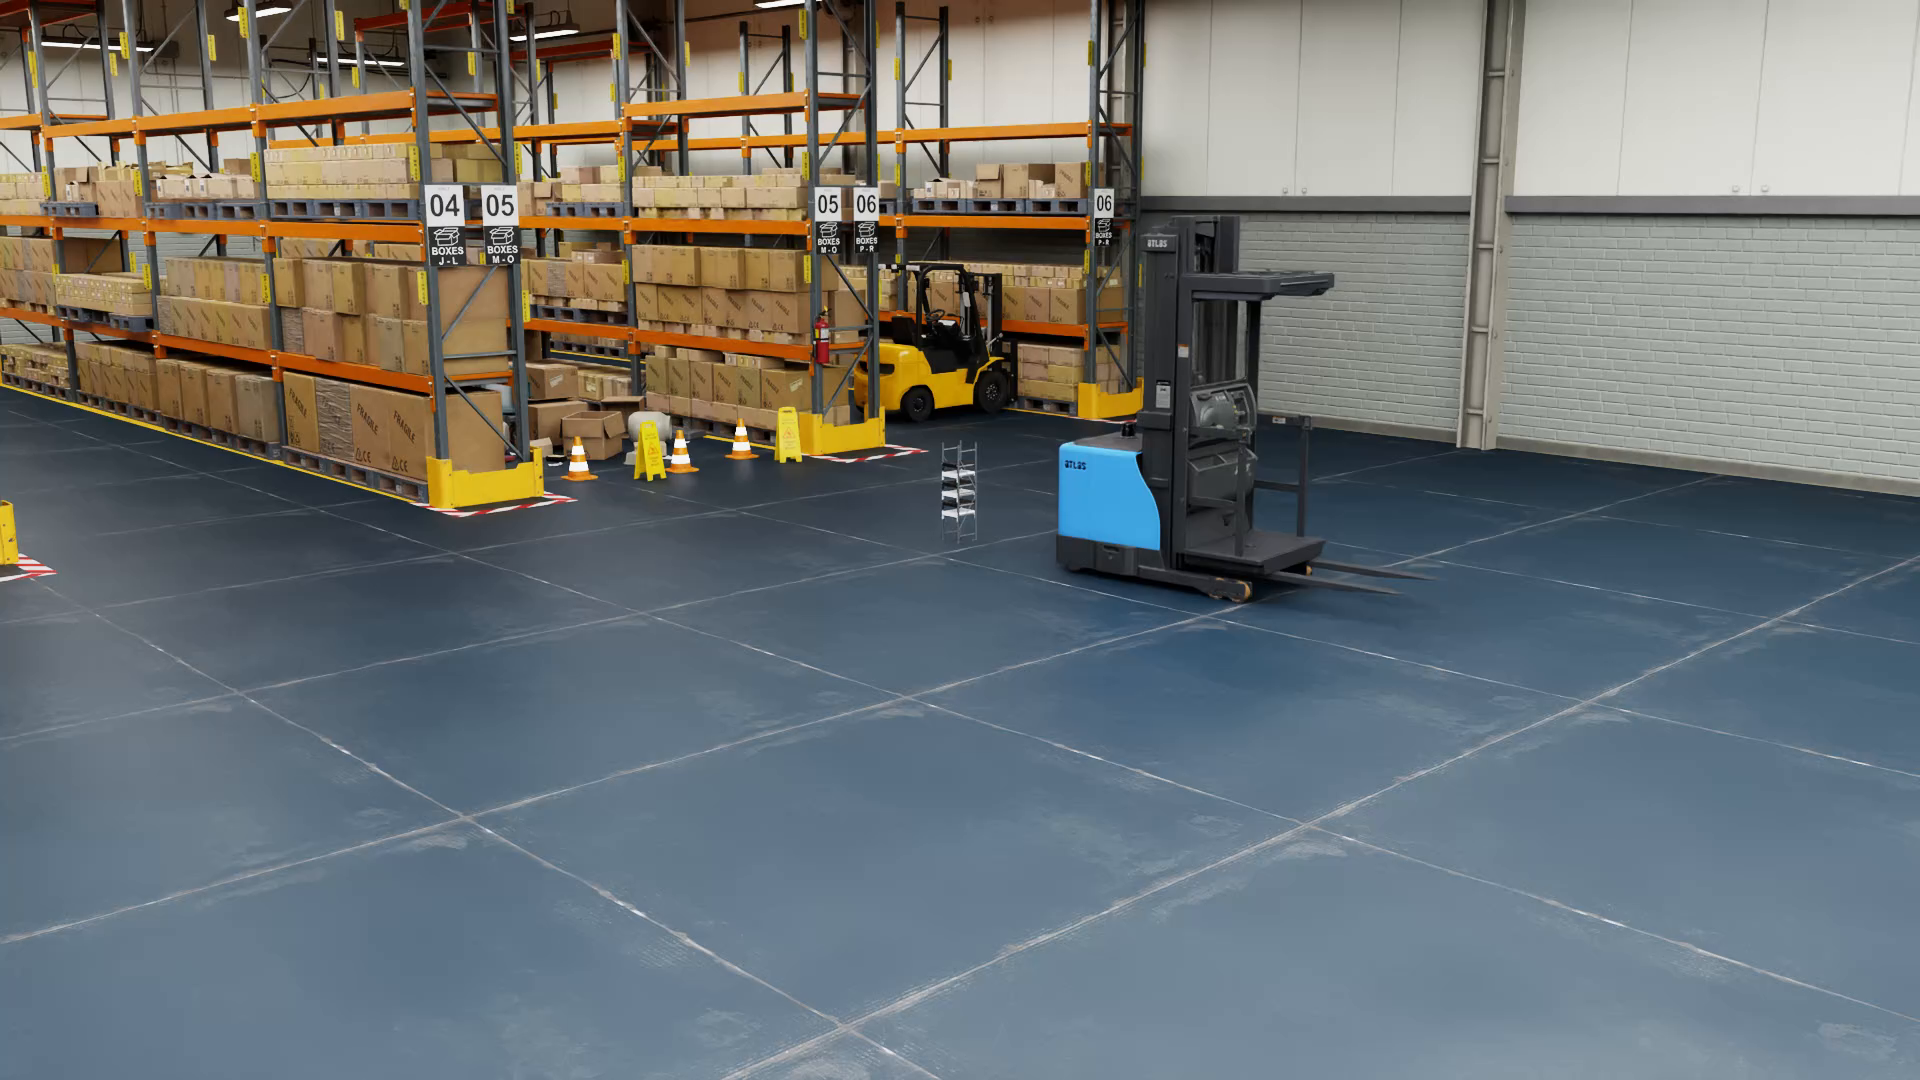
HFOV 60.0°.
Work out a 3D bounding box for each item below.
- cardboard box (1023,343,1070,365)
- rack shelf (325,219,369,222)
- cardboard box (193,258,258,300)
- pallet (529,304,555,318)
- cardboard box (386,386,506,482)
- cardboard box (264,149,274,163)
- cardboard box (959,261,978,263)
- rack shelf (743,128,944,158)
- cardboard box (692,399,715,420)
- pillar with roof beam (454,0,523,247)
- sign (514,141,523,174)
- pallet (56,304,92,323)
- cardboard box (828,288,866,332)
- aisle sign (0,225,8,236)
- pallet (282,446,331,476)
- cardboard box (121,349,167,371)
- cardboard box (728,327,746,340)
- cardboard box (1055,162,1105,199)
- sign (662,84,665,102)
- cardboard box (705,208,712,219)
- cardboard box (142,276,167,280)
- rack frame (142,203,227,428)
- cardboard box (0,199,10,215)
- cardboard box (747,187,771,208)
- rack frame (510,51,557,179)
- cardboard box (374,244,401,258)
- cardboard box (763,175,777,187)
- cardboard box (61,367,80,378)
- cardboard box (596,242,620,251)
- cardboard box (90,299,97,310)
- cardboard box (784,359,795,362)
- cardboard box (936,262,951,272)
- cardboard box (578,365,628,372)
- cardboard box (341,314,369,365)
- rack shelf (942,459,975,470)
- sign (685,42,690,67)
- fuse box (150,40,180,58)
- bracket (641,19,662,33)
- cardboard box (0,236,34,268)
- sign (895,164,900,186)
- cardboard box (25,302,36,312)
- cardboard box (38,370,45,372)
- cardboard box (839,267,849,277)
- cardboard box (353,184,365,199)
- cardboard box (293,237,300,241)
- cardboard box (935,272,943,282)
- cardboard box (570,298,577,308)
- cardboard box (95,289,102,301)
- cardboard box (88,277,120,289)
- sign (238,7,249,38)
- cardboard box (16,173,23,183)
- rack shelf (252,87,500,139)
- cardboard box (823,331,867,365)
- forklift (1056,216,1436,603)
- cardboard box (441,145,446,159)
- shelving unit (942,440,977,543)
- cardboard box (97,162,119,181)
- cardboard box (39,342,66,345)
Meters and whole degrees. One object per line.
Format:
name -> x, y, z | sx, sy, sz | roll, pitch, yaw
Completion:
cardboard box -> 1.279, -2.729, 24.360 | 0.500, 0.250, 0.500 | -11, 16, -42
rack shelf -> -11.076, -5.751, 30.080 | 1.077, 0.370, 4.000 | -11, 16, -43
cardboard box -> -9.434, -3.378, 21.485 | 0.700, 0.500, 0.500 | -11, 16, -43
pallet -> -6.363, -3.576, 25.646 | 1.213, 0.211, 1.003 | -11, 16, -43
cardboard box -> -5.434, -1.141, 17.581 | 0.875, 0.875, 0.875 | -11, 16, -42
cardboard box -> -7.675, -4.361, 18.909 | 0.380, 0.149, 0.250 | -11, 16, -42
cardboard box -> 0.192, -4.296, 26.075 | 0.380, 0.149, 0.250 | -11, 16, -43
rack shelf -> -1.964, -6.549, 27.511 | 1.077, 0.370, 4.000 | -11, 16, -43
cardboard box -> -3.213, -1.757, 22.116 | 0.500, 0.250, 0.500 | -11, 16, -43
pillar with roof beam -> -13.194, -8.476, 34.089 | 9.100, 9.000, 0.548 | -11, 16, -43
sign -> -4.513, -3.899, 16.945 | 0.100, 0.325, 0.005 | -11, 16, -43
pallet -> -12.783, -3.412, 24.853 | 1.003, 0.211, 1.213 | -11, 16, -43
cardboard box -> -1.535, -2.894, 20.876 | 0.500, 0.500, 0.500 | -11, 16, -43
aisle sign -> -16.235, -5.464, 27.894 | 0.394, 0.787, 0.004 | -11, 16, -43
pallet -> -7.212, -0.983, 19.497 | 1.003, 0.211, 1.213 | -11, 16, -43
cardboard box -> -11.462, -2.538, 23.432 | 0.500, 0.250, 0.500 | -11, 16, -42
cardboard box -> -2.755, -2.670, 21.397 | 0.380, 0.149, 0.250 | -11, 16, -43
cardboard box -> 1.697, -5.087, 23.536 | 0.500, 0.500, 0.500 | -10, 15, -41
sign -> -5.710, -8.586, 31.917 | 0.100, 0.325, 0.005 | -11, 16, -43
cardboard box -> -3.066, -4.216, 21.468 | 0.380, 0.149, 0.250 | -11, 16, -42
cardboard box -> -11.531, -3.714, 23.952 | 0.380, 0.149, 0.250 | -10, 15, -41
rack frame -> -10.443, -3.054, 22.640 | 1.000, 3.000, 0.127 | -11, 16, -43
cardboard box -> -15.117, -5.365, 26.797 | 0.500, 0.250, 0.500 | 11, 16, 43
cardboard box -> -2.293, -4.245, 20.622 | 0.500, 0.250, 0.500 | -11, 16, -43
rack frame -> -8.870, -8.557, 34.481 | 1.000, 3.000, 0.127 | -11, 16, -43
cardboard box -> -9.599, -4.777, 28.276 | 0.500, 0.500, 0.500 | -11, 16, -42
cardboard box -> -2.195, -4.414, 20.452 | 0.380, 0.149, 0.250 | -11, 16, -43
cardboard box -> -13.653, -2.595, 25.697 | 0.380, 0.149, 0.250 | -10, 16, -41
cardboard box -> -6.944, -5.729, 33.398 | 0.500, 0.500, 0.500 | 11, 16, 44
cardboard box -> -12.189, -3.372, 23.765 | 0.250, 0.149, 0.380 | 11, 16, 43
cardboard box -> -2.487, -2.127, 22.055 | 0.500, 0.500, 0.500 | -10, 16, -41
cardboard box -> -0.149, -4.230, 25.756 | 0.380, 0.149, 0.250 | -11, 16, -44
cardboard box -> -5.515, -2.375, 24.817 | 0.950, 0.372, 0.625 | -10, 15, -41
cardboard box -> -6.295, -2.256, 18.394 | 0.875, 0.550, 0.500 | -11, 16, -43
rack shelf -> -0.006, -0.674, 15.117 | 0.258, 0.077, 0.200 | -11, 16, -43
sign -> -3.765, -6.682, 22.873 | 0.100, 0.325, 0.005 | -11, 16, -43
fuse box -> -16.533, -10.212, 34.587 | 0.513, 0.334, 0.176 | -11, 16, -43
bracket -> -5.907, -9.853, 31.854 | 0.235, 0.232, 0.430 | -11, 16, -43
cardboard box -> -15.497, -4.731, 27.316 | 0.500, 0.500, 0.500 | -10, 15, -41
sign -> -0.969, -5.667, 25.826 | 0.100, 0.325, 0.005 | -11, 16, -43
cardboard box -> -14.704, -3.742, 26.602 | 0.380, 0.149, 0.250 | -10, 16, -41
cardboard box -> -14.569, -2.655, 26.730 | 0.380, 0.149, 0.250 | -11, 16, -41
cardboard box -> -1.883, -4.435, 27.488 | 0.380, 0.149, 0.250 | -11, 16, -42
cardboard box -> -6.096, -3.637, 17.371 | 0.380, 0.149, 0.250 | -11, 16, -43
cardboard box -> -12.083, -5.610, 30.713 | 0.380, 0.149, 0.250 | -10, 15, -41
cardboard box -> -0.173, -4.079, 25.759 | 0.380, 0.149, 0.250 | -11, 16, -43
cardboard box -> -5.419, -3.445, 24.120 | 0.380, 0.149, 0.250 | -11, 16, -43
cardboard box -> -12.006, -3.479, 23.547 | 0.380, 0.149, 0.250 | -10, 16, -41
cardboard box -> -12.184, -3.663, 23.703 | 0.380, 0.149, 0.250 | -10, 15, -41
sign -> -8.065, -5.828, 18.724 | 0.100, 0.325, 0.005 | -11, 16, -43
cardboard box -> -14.531, -5.666, 26.031 | 0.380, 0.149, 0.250 | -11, 16, -43
rack shelf -> -6.299, -4.568, 17.898 | 1.077, 0.370, 4.000 | -11, 16, -43
cardboard box -> -2.002, -3.208, 28.232 | 0.625, 0.625, 0.875 | 11, 16, 43
forklift -> 2.268, -1.069, 13.175 | 3.031, 2.935, 1.130 | 9, 15, 39
cardboard box -> -5.268, -4.045, 17.374 | 0.380, 0.149, 0.250 | -11, 16, -43
shelving unit -> -0.006, -0.442, 15.165 | 0.258, 0.900, 0.210 | -11, 16, -43
cardboard box -> -11.813, -5.155, 23.258 | 0.396, 0.266, 0.258 | -11, 16, -43
cardboard box -> -15.419, -3.280, 28.289 | 0.380, 0.149, 0.250 | -11, 16, -42
